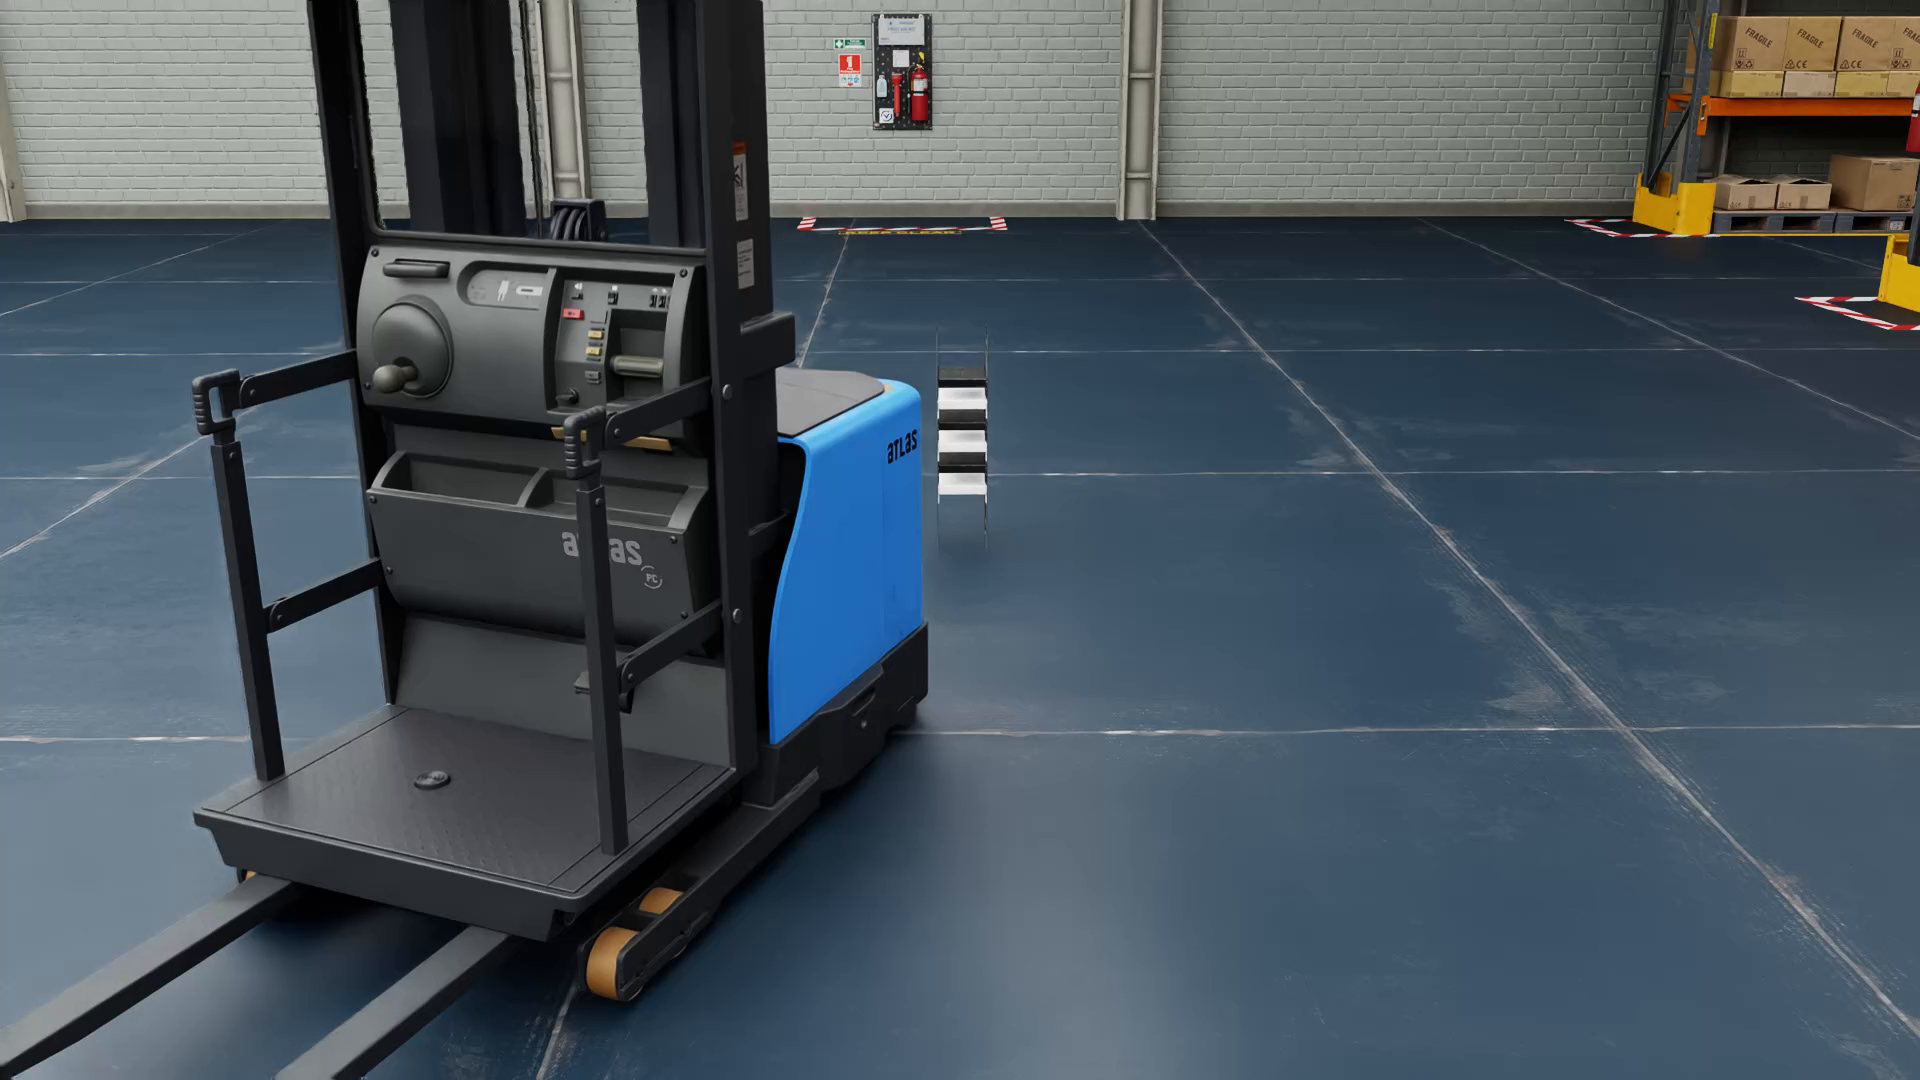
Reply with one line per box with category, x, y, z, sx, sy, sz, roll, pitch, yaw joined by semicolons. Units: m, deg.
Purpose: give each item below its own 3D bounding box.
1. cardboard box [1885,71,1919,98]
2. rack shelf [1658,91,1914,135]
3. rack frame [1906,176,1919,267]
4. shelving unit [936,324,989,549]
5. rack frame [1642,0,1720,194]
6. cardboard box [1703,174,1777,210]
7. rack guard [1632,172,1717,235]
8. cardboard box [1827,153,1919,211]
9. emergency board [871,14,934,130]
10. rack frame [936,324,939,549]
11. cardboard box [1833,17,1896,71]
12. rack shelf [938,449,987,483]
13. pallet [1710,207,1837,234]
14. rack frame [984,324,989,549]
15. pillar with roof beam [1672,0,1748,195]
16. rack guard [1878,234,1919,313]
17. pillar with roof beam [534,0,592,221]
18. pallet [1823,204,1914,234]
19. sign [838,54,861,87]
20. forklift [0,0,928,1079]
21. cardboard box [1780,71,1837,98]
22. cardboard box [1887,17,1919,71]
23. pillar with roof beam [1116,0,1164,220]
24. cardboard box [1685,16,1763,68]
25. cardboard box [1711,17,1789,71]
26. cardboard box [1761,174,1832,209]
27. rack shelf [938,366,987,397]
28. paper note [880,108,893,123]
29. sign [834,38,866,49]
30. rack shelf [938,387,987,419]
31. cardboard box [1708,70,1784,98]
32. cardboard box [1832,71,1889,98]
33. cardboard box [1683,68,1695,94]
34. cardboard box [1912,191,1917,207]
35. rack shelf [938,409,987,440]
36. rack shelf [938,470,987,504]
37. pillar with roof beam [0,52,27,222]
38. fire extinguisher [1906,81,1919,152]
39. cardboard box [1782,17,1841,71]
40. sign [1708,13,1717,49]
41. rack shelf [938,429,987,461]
cardboard box;9.216;-4.479;16.311;0.500;0.250;0.500;0;18;0
rack shelf;9.189;-4.293;16.698;4.000;0.370;1.077;0;18;-1
rack frame;7.271;-3.113;11.841;0.127;3.000;1.000;0;18;-1
shelving unit;0.008;-0.429;6.910;0.210;0.900;0.258;0;18;-1
rack frame;7.189;-4.626;16.558;0.127;3.000;1.000;0;18;-1
cardboard box;7.882;-3.531;16.826;0.500;0.311;0.500;-2;18;-7
rack guard;7.265;-3.436;16.941;0.348;0.500;1.175;0;18;-1
cardboard box;9.186;-3.612;16.769;0.500;0.500;0.700;-1;18;-4
emergency board;-0.596;-4.864;17.301;0.643;1.169;0.194;0;18;-1
rack frame;-0.094;-0.428;6.909;0.006;0.900;0.240;0;18;-1
cardboard box;8.682;-4.832;16.184;0.500;0.500;0.500;-1;18;-3
rack shelf;0.008;-0.311;6.948;0.200;0.077;0.258;0;18;-1
pallet;8.078;-3.292;16.963;1.213;0.211;1.003;0;18;-1
rack frame;0.110;-0.429;6.912;0.006;0.900;0.240;0;18;-1
pillar with roof beam;7.943;-6.435;12.377;0.400;9.000;9.100;0;18;-1
rack guard;7.247;-1.923;12.223;0.348;0.500;1.175;0;18;-1
pillar with roof beam;-4.055;-6.377;12.196;0.400;9.000;9.100;0;18;-1
pallet;9.294;-3.297;16.979;1.213;0.211;1.003;0;18;-1
sign;-1.150;-4.910;17.385;0.234;0.329;0.001;0;18;-1
forklift;-1.128;-0.493;3.785;1.130;2.935;3.031;7;19;21
cardboard box;8.201;-4.476;16.304;0.500;0.250;0.500;-1;18;-3
cardboard box;9.198;-4.838;16.203;0.500;0.500;0.500;0;18;1
pillar with roof beam;1.944;-6.406;12.286;0.400;9.000;9.100;0;18;-1
cardboard box;7.657;-4.988;16.672;0.500;0.500;0.500;0;18;-1
cardboard box;7.671;-4.832;16.184;0.500;0.500;0.500;0;18;-1
cardboard box;8.452;-3.534;16.834;0.500;0.311;0.500;1;18;4
rack shelf;0.008;-0.654;6.838;0.200;0.077;0.258;0;18;-1
paper note;-0.774;-4.465;17.498;0.142;0.148;0.016;0;18;-1
sign;-1.145;-5.160;17.296;0.331;0.109;0.001;0;18;-1
rack shelf;0.008;-0.568;6.865;0.200;0.077;0.258;0;18;-1
cardboard box;7.682;-4.469;16.283;0.500;0.250;0.500;-1;18;-2
cardboard box;8.710;-4.477;16.306;0.500;0.250;0.500;-1;18;-2
cardboard box;7.653;-4.626;16.769;0.500;0.250;0.500;0;18;0
cardboard box;9.589;-3.496;16.981;0.250;0.149;0.380;-2;18;-5
rack shelf;0.008;-0.482;6.893;0.200;0.077;0.258;0;18;-1
rack shelf;0.008;-0.225;6.975;0.200;0.077;0.258;0;18;-1
pillar with roof beam;-10.055;-6.349;12.106;0.400;9.000;9.100;0;18;-1
fire extinguisher;7.145;-3.218;12.294;0.183;0.674;0.296;0;18;-1
cardboard box;8.165;-4.831;16.182;0.500;0.500;0.500;0;18;-1
sign;7.198;-4.872;15.909;0.005;0.325;0.100;0;18;-1
rack shelf;0.008;-0.397;6.920;0.200;0.077;0.258;0;18;-1
